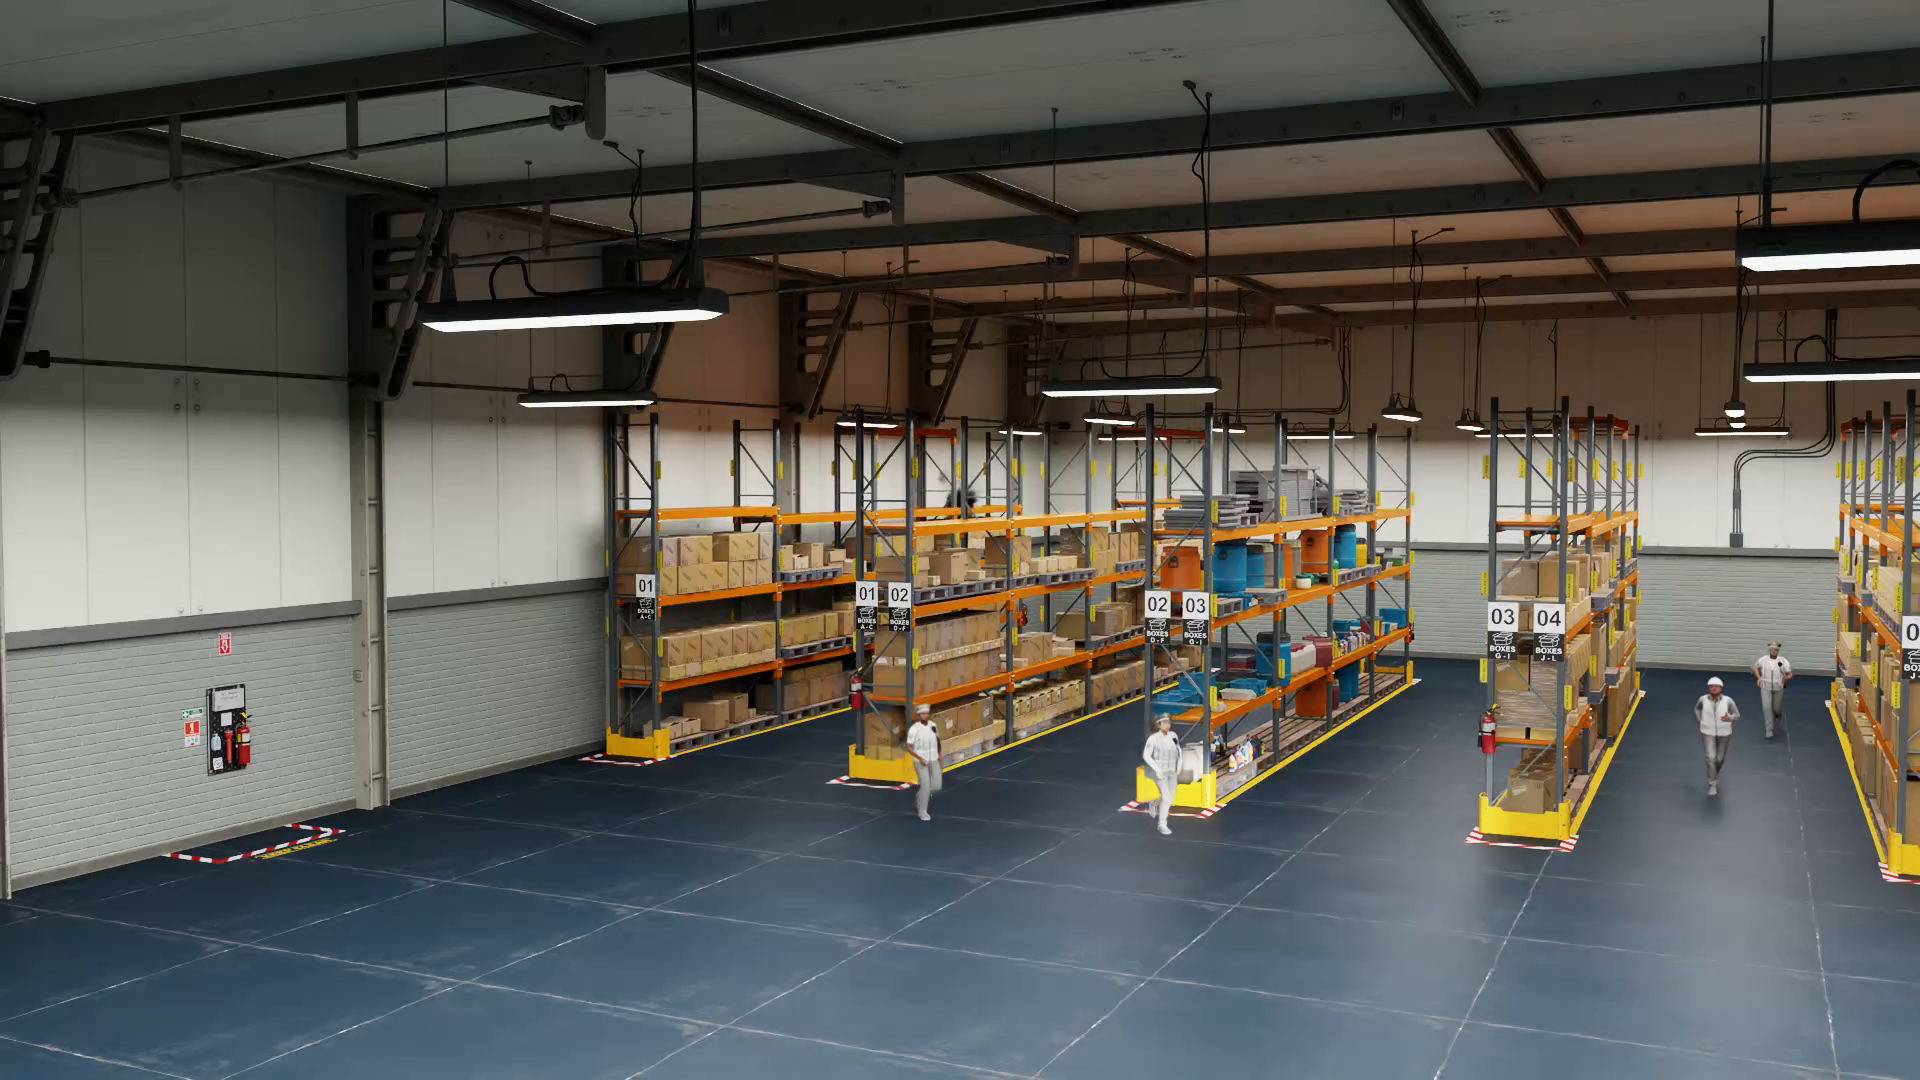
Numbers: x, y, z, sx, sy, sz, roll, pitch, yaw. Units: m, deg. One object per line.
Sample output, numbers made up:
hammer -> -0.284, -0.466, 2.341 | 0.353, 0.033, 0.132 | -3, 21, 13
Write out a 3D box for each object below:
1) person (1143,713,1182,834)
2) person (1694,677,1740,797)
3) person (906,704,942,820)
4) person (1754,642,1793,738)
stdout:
person -> 2.795, 3.207, 23.081 | 0.627, 1.663, 0.612 | -1, 3, -25
person -> 11.764, 3.025, 25.840 | 0.643, 1.798, 0.894 | 1, 3, 21
person -> -0.499, 3.174, 23.869 | 0.553, 1.668, 0.467 | -1, 3, -32
person -> 15.372, 2.810, 31.451 | 0.663, 1.785, 0.878 | 1, 3, 28
